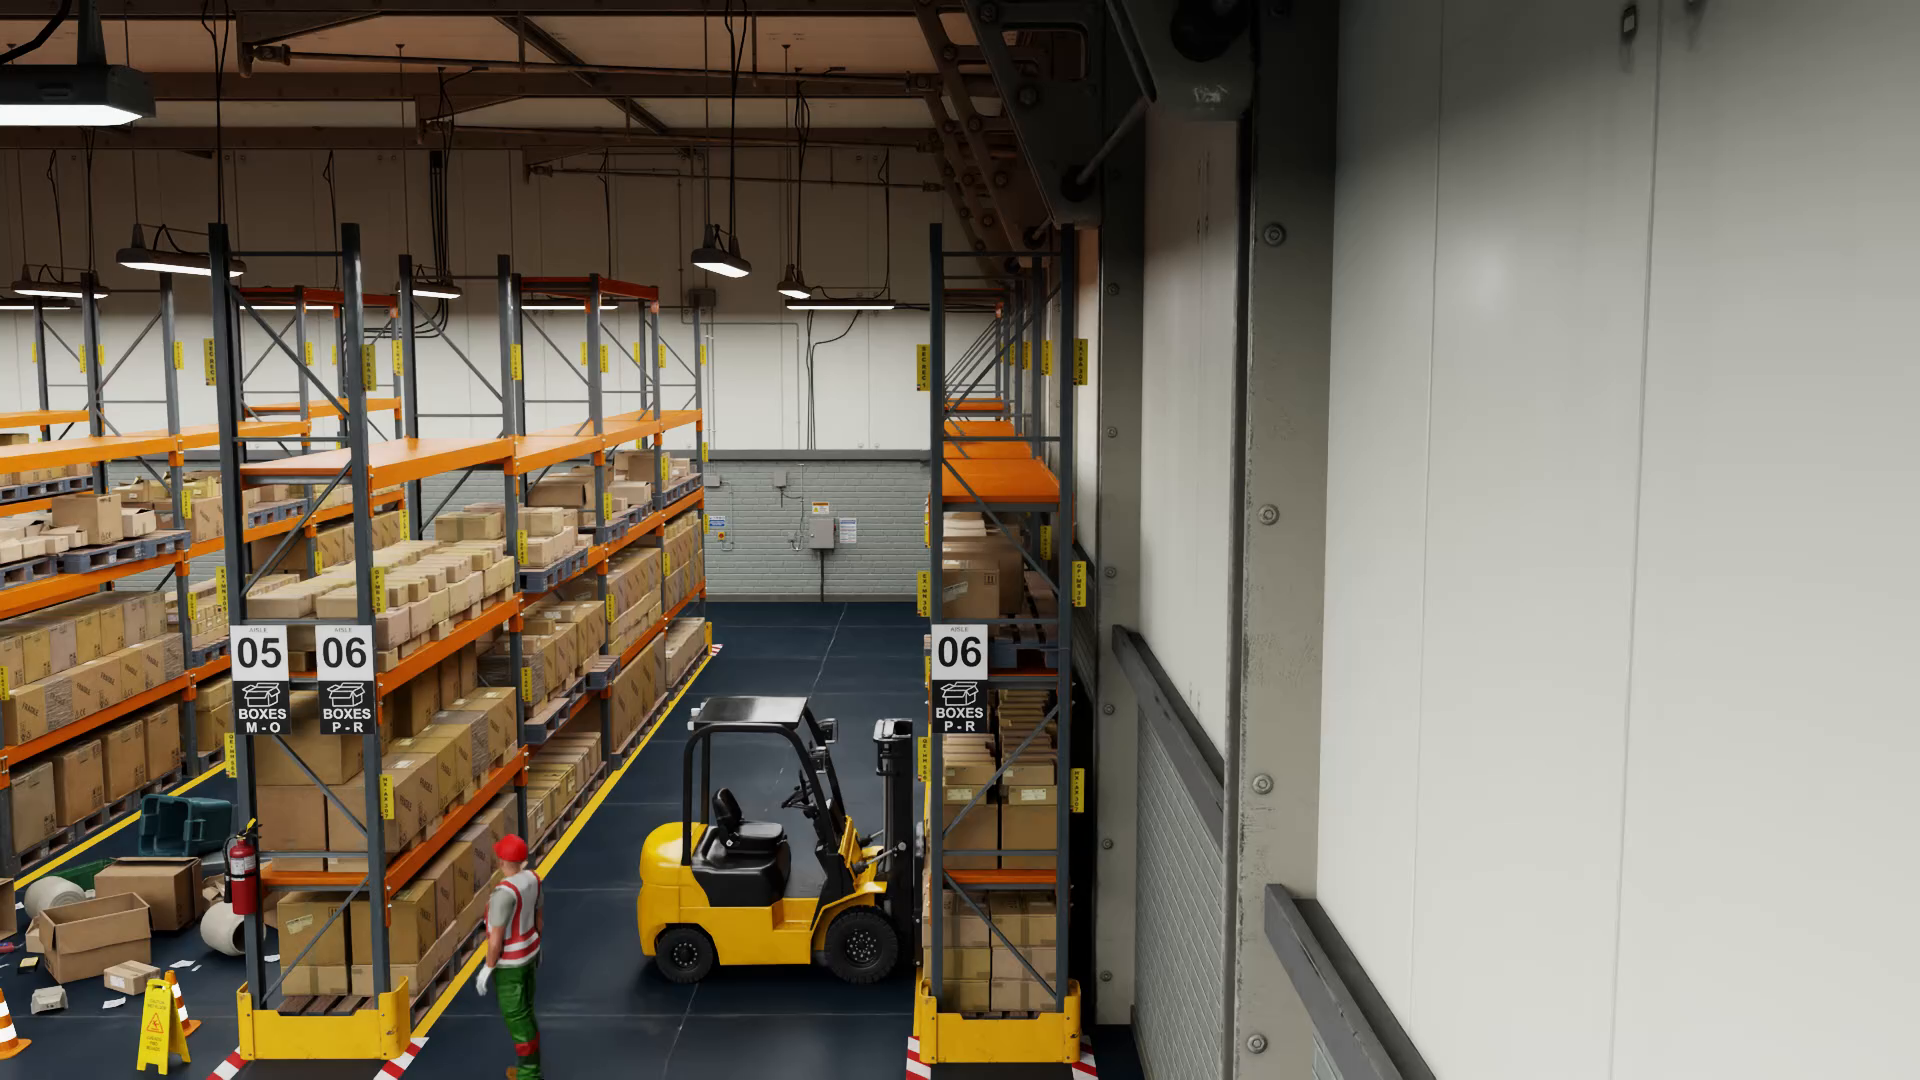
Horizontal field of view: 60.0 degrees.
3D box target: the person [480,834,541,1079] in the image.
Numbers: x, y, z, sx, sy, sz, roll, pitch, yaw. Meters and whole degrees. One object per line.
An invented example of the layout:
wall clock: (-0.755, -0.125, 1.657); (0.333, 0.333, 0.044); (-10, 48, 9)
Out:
person: (-3.099, 2.929, 11.583); (0.365, 1.805, 0.612); (0, 7, 1)
